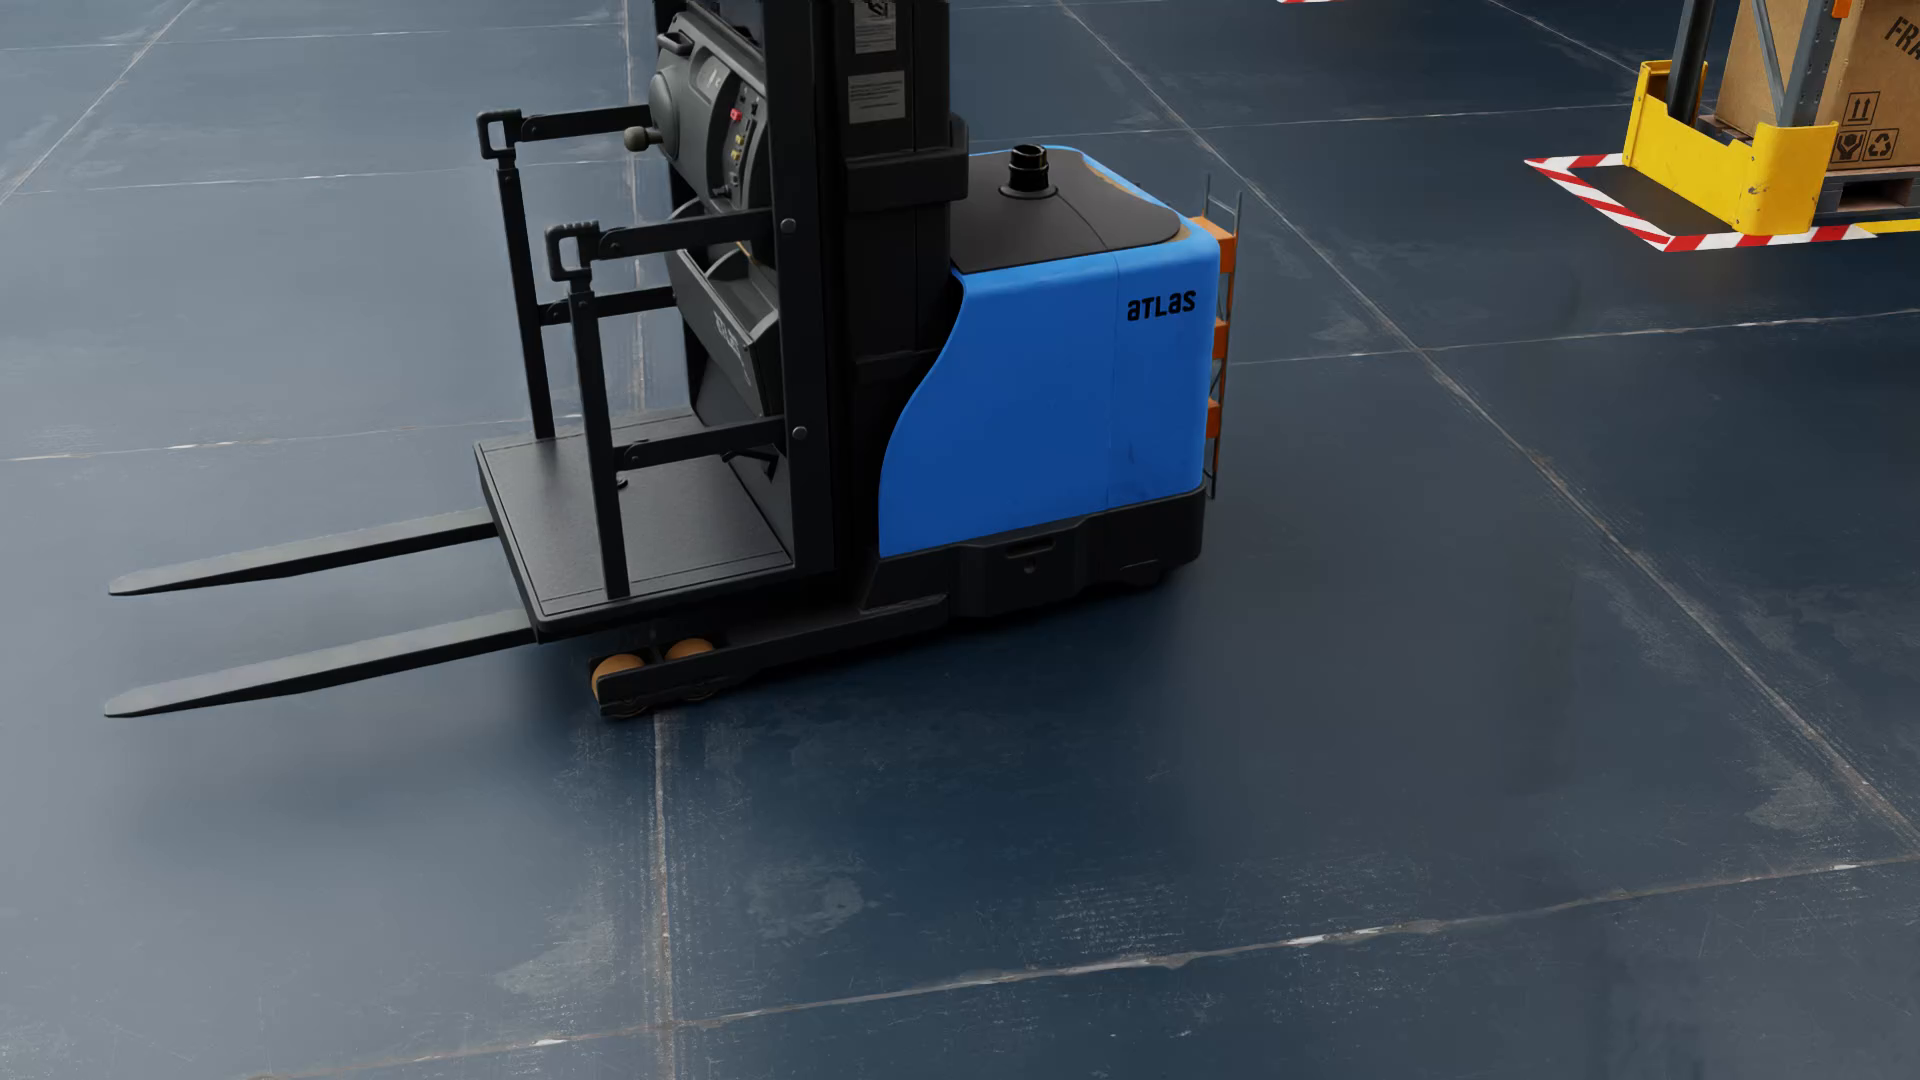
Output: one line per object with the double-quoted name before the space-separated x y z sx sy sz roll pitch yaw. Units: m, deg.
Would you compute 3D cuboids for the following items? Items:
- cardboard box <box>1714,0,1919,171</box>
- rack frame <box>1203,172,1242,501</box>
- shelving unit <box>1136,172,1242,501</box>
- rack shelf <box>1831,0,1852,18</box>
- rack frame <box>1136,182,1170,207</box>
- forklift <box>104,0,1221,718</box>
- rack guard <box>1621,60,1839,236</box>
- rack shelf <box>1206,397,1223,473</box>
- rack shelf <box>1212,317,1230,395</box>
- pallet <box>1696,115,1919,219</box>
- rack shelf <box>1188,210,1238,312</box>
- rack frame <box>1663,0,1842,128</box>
"cardboard box" 4.346 -2.347 7.964 0.875 0.875 0.875 -5 31 -9
"rack frame" 0.797 -0.629 5.284 0.008 1.050 0.200 -12 33 -20
"shelving unit" 0.685 -0.605 5.243 0.252 1.050 0.215 -12 33 -20
"rack shelf" 5.659 -2.860 7.864 4.000 0.370 1.077 -5 31 -9
"rack frame" 0.572 -0.581 5.202 0.008 1.050 0.200 -12 33 -20
"forklift" -0.833 -1.094 4.219 3.031 2.935 1.130 -12 33 -20
"rack guard" 3.668 -1.907 8.001 0.348 0.500 1.175 -5 31 -9
"rack shelf" 0.685 -0.356 5.389 0.240 0.259 0.215 -12 33 -20
"rack shelf" 0.685 -0.596 5.248 0.240 0.259 0.215 -12 33 -20
"pallet" 4.464 -1.897 8.268 1.213 0.211 1.003 -5 31 -9
"rack shelf" 0.685 -0.840 5.105 0.240 0.259 0.215 -12 33 -20
"rack frame" 3.691 -2.987 7.371 0.127 3.000 1.000 -5 31 -9
